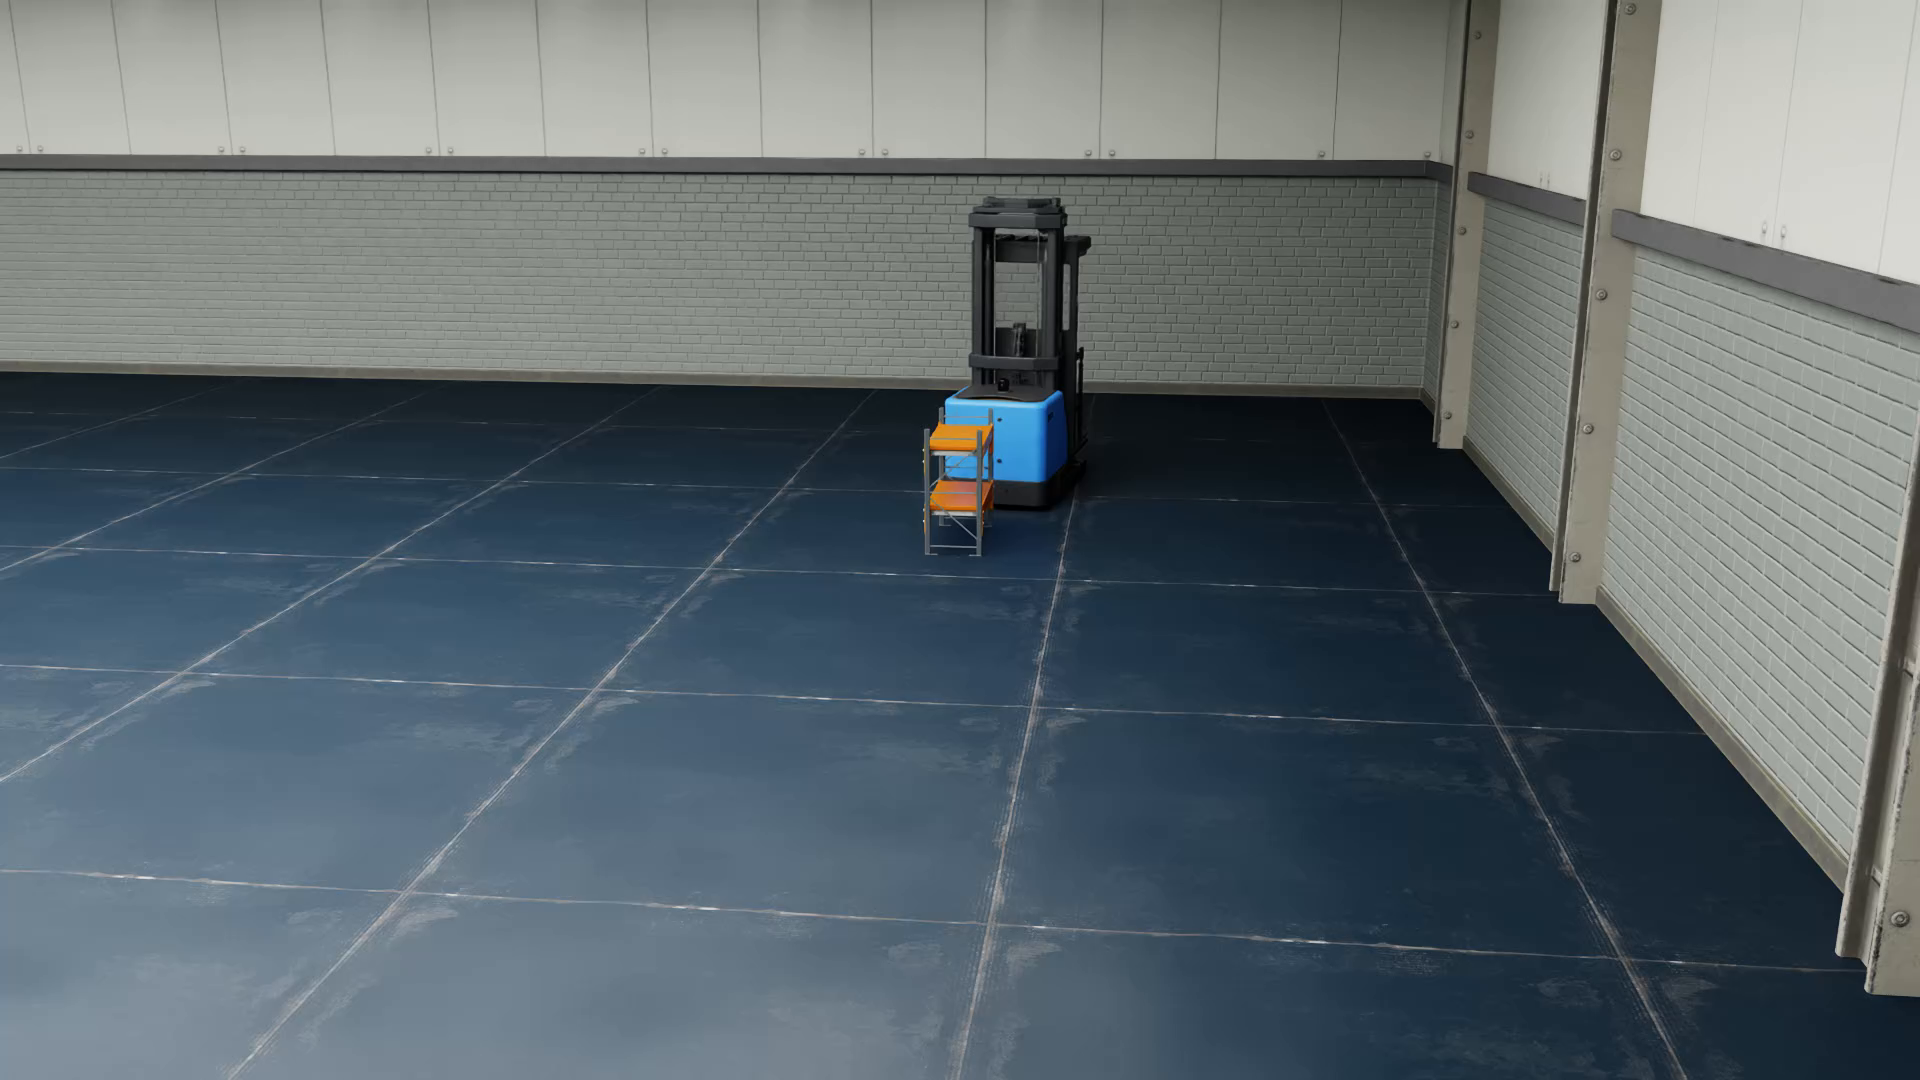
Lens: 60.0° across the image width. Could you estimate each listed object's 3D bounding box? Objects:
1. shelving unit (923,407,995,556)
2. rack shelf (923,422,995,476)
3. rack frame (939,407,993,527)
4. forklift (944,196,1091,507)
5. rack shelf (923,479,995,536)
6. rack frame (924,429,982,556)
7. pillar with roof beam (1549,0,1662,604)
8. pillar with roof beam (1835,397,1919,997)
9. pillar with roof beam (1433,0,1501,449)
[{"bbox_3d":[-0.001,-0.541,15.009,0.538,1.125,1.048,2,15,6],"label":"shelving unit"},{"bbox_3d":[-0.001,-0.824,14.932,0.538,0.278,1.000,2,15,6],"label":"rack shelf"},{"bbox_3d":[0.057,-0.673,15.496,0.500,1.125,0.032,2,15,6],"label":"rack frame"},{"bbox_3d":[0.723,-2.080,17.238,1.130,2.935,3.031,4,16,15],"label":"forklift"},{"bbox_3d":[-0.001,-0.305,15.073,0.538,0.278,1.000,2,15,6],"label":"rack shelf"},{"bbox_3d":[-0.058,-0.409,14.521,0.500,1.125,0.032,2,15,6],"label":"rack frame"},{"bbox_3d":[0.698,-4.014,12.768,9.100,9.000,0.400,2,15,6],"label":"pillar with roof beam"},{"bbox_3d":[0.021,-2.458,7.013,9.100,9.000,0.400,2,15,6],"label":"pillar with roof beam"},{"bbox_3d":[1.375,-5.570,18.523,9.100,9.000,0.400,2,15,6],"label":"pillar with roof beam"}]
